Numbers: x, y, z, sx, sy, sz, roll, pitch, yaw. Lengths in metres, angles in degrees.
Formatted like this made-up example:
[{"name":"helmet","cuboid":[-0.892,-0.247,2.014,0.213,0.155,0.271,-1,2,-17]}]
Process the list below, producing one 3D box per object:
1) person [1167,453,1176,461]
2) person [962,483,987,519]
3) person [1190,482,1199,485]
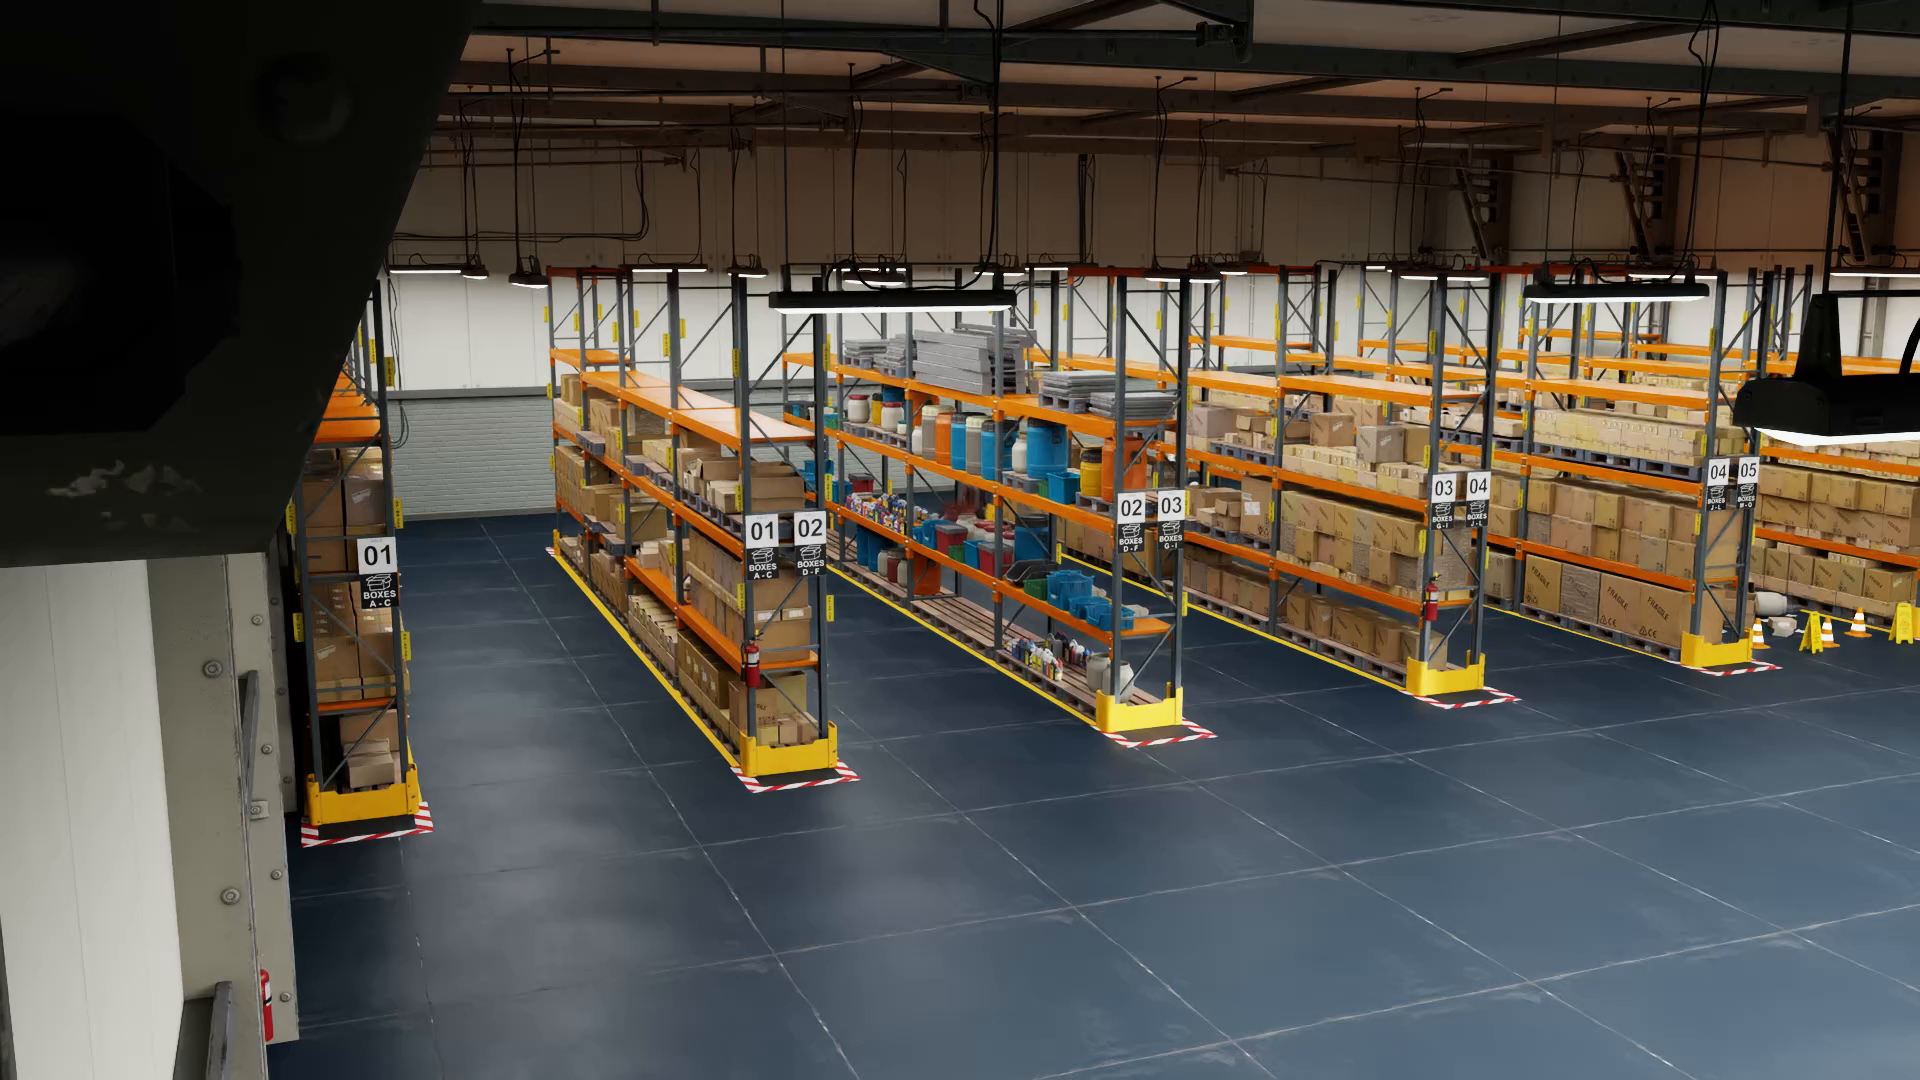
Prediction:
[{"name":"person","cuboid":[5.340,-1.648,41.328,1.008,1.625,0.472,-4,11,-22]},{"name":"person","cuboid":[0.328,-0.668,35.414,0.669,1.717,1.170,-4,11,-24]},{"name":"person","cuboid":[4.778,-0.391,34.073,0.727,1.676,0.672,-2,10,-13]}]
